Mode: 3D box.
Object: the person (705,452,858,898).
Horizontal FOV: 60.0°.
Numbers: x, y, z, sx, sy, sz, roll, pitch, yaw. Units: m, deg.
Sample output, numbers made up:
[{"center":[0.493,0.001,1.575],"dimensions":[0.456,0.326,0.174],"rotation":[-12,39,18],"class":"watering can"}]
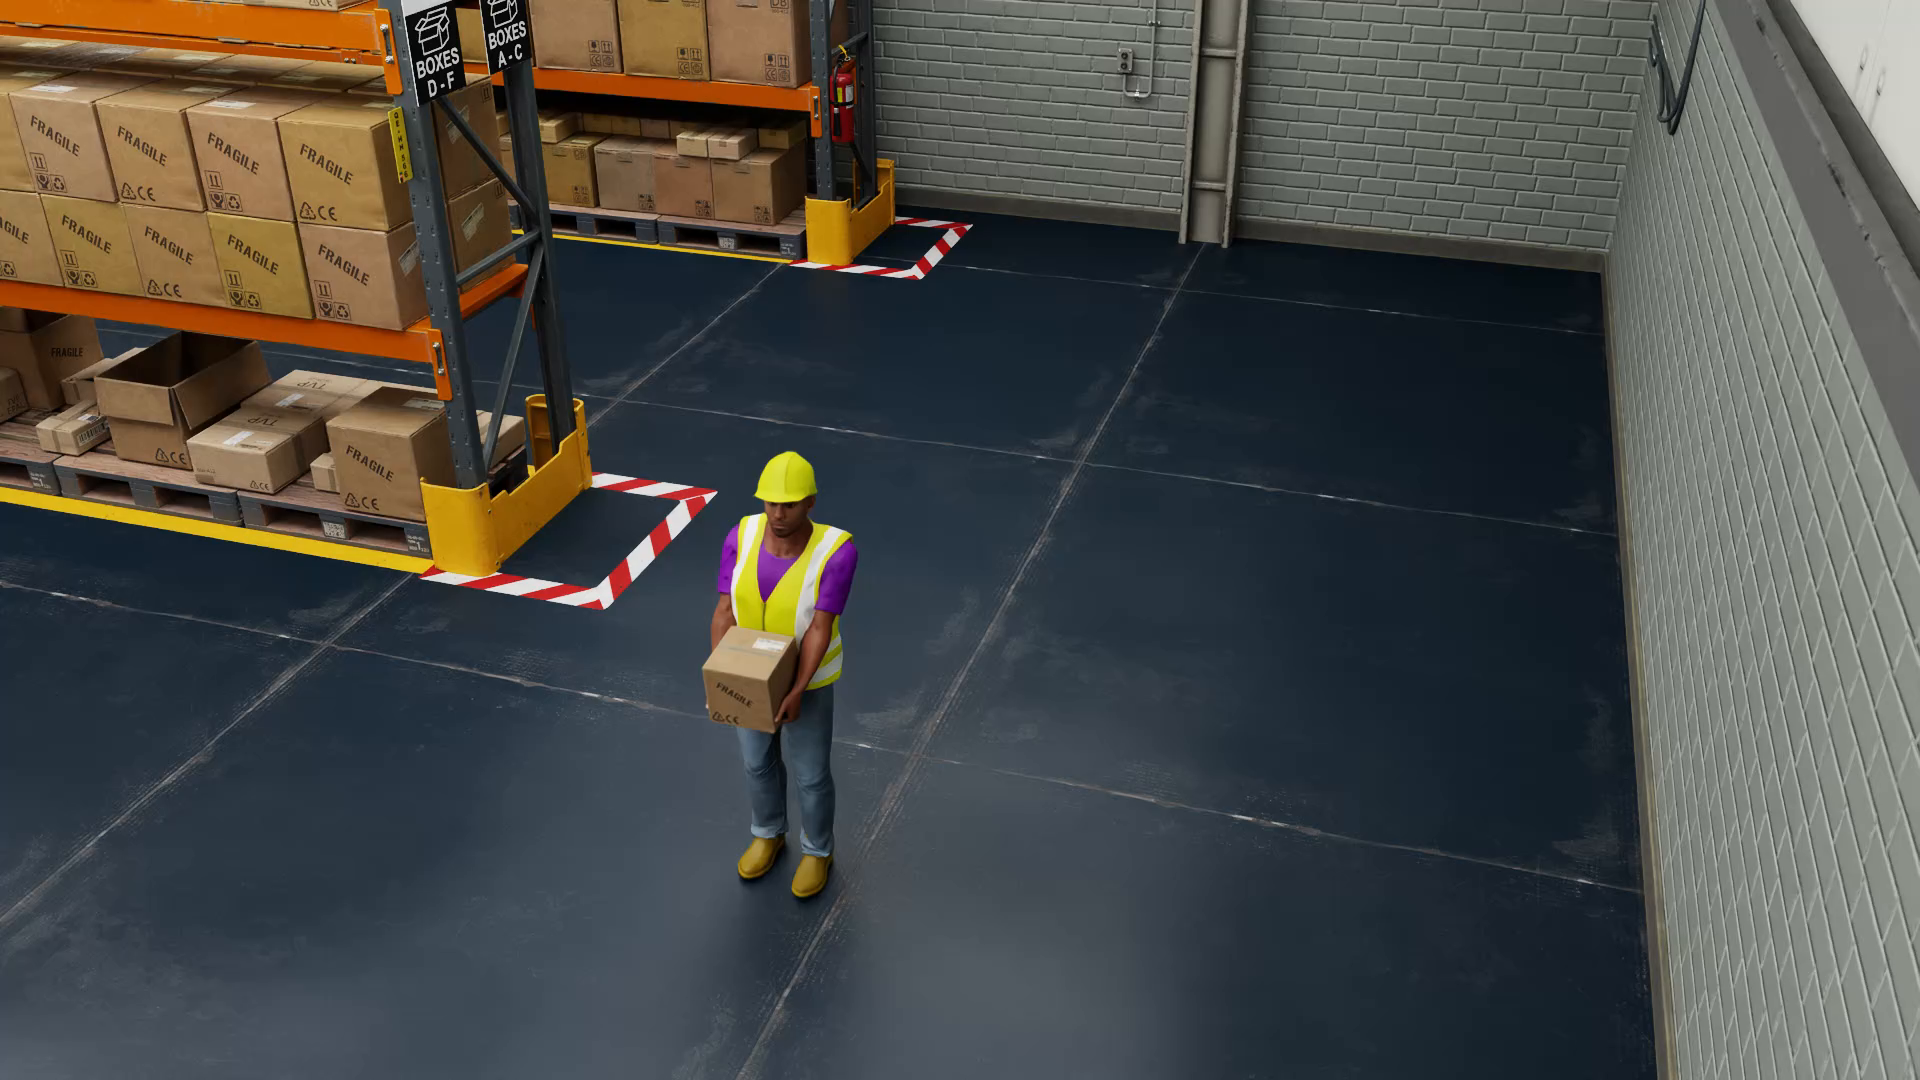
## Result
[{"center":[-0.665,0.544,6.126],"dimensions":[0.504,1.760,0.583],"rotation":[9,30,16],"class":"person"}]
